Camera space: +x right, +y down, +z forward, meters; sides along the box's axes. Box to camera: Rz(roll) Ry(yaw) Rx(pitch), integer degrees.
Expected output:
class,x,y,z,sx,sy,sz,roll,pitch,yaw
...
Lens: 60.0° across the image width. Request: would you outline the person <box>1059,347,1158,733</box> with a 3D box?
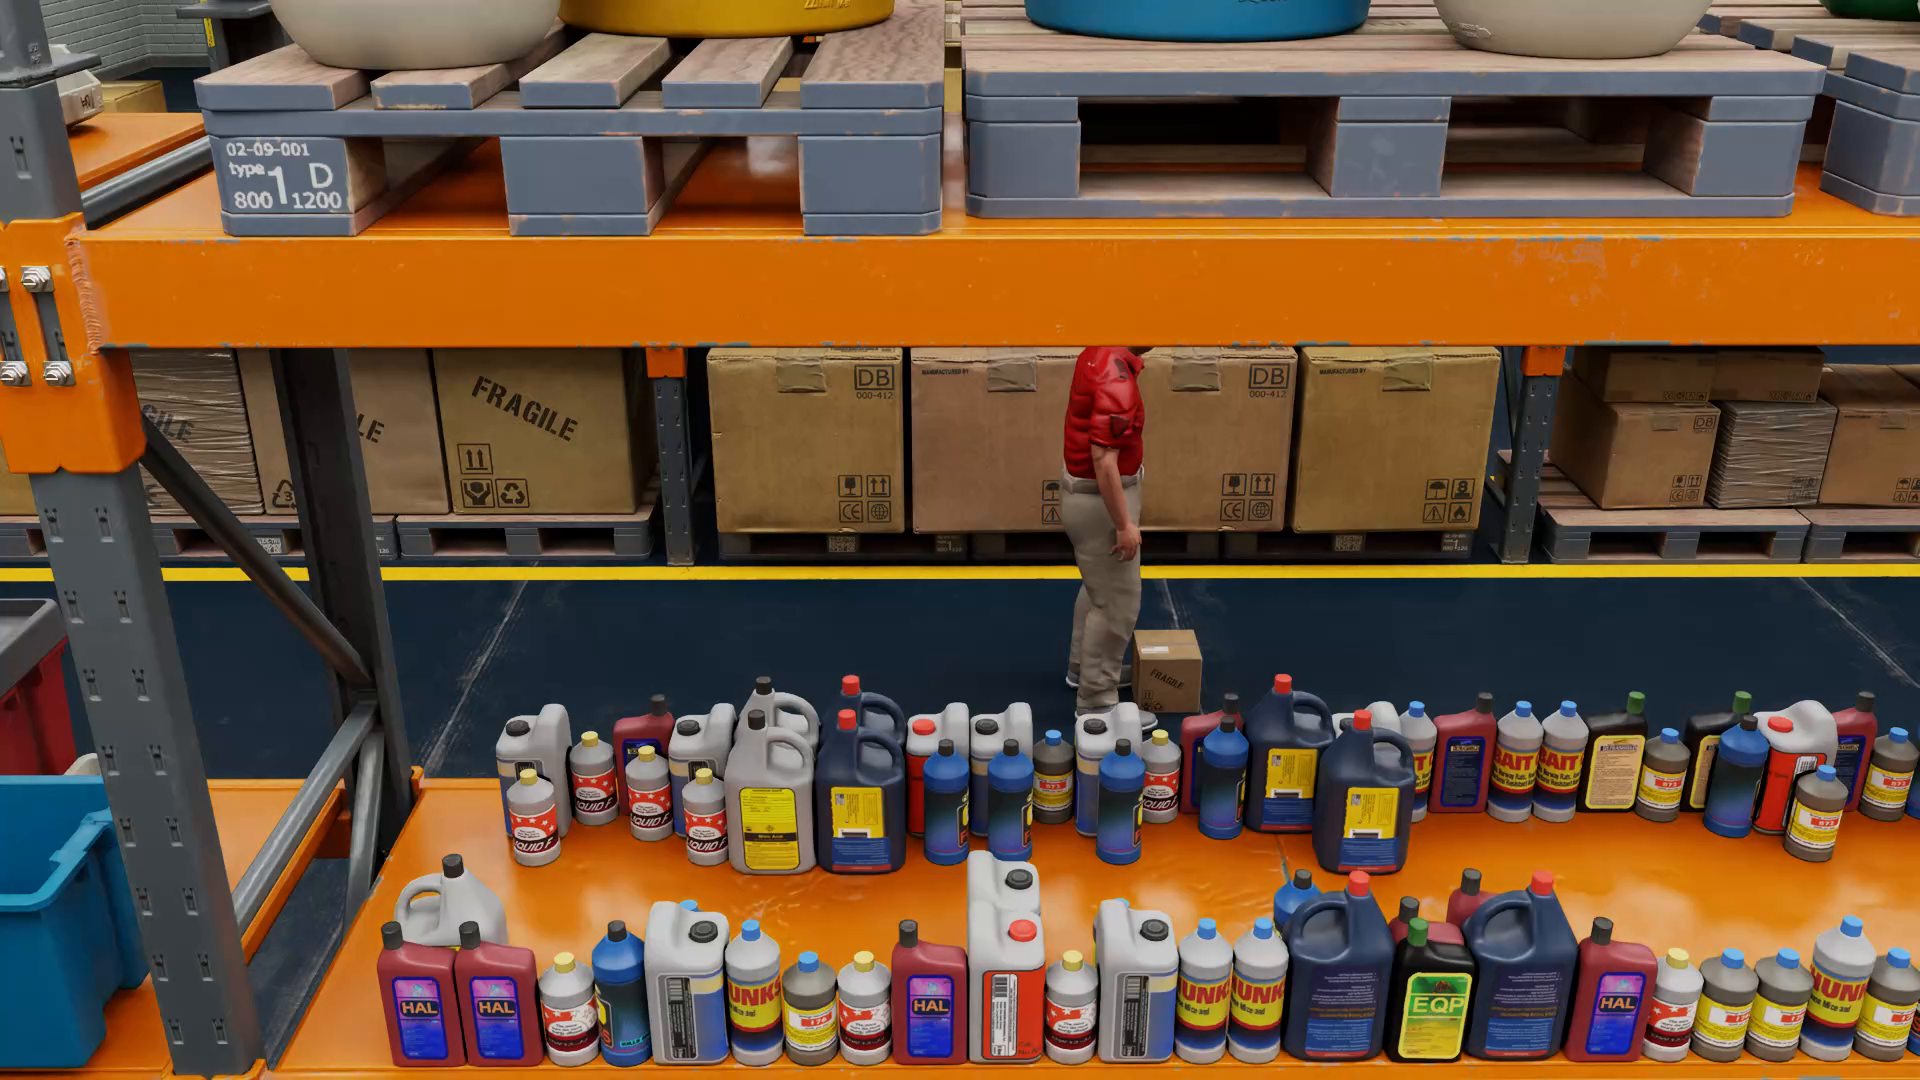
class,x,y,z,sx,sy,sz,roll,pitch,yaw
person,0.583,-0.139,6.431,0.393,1.727,0.586,0,24,0
